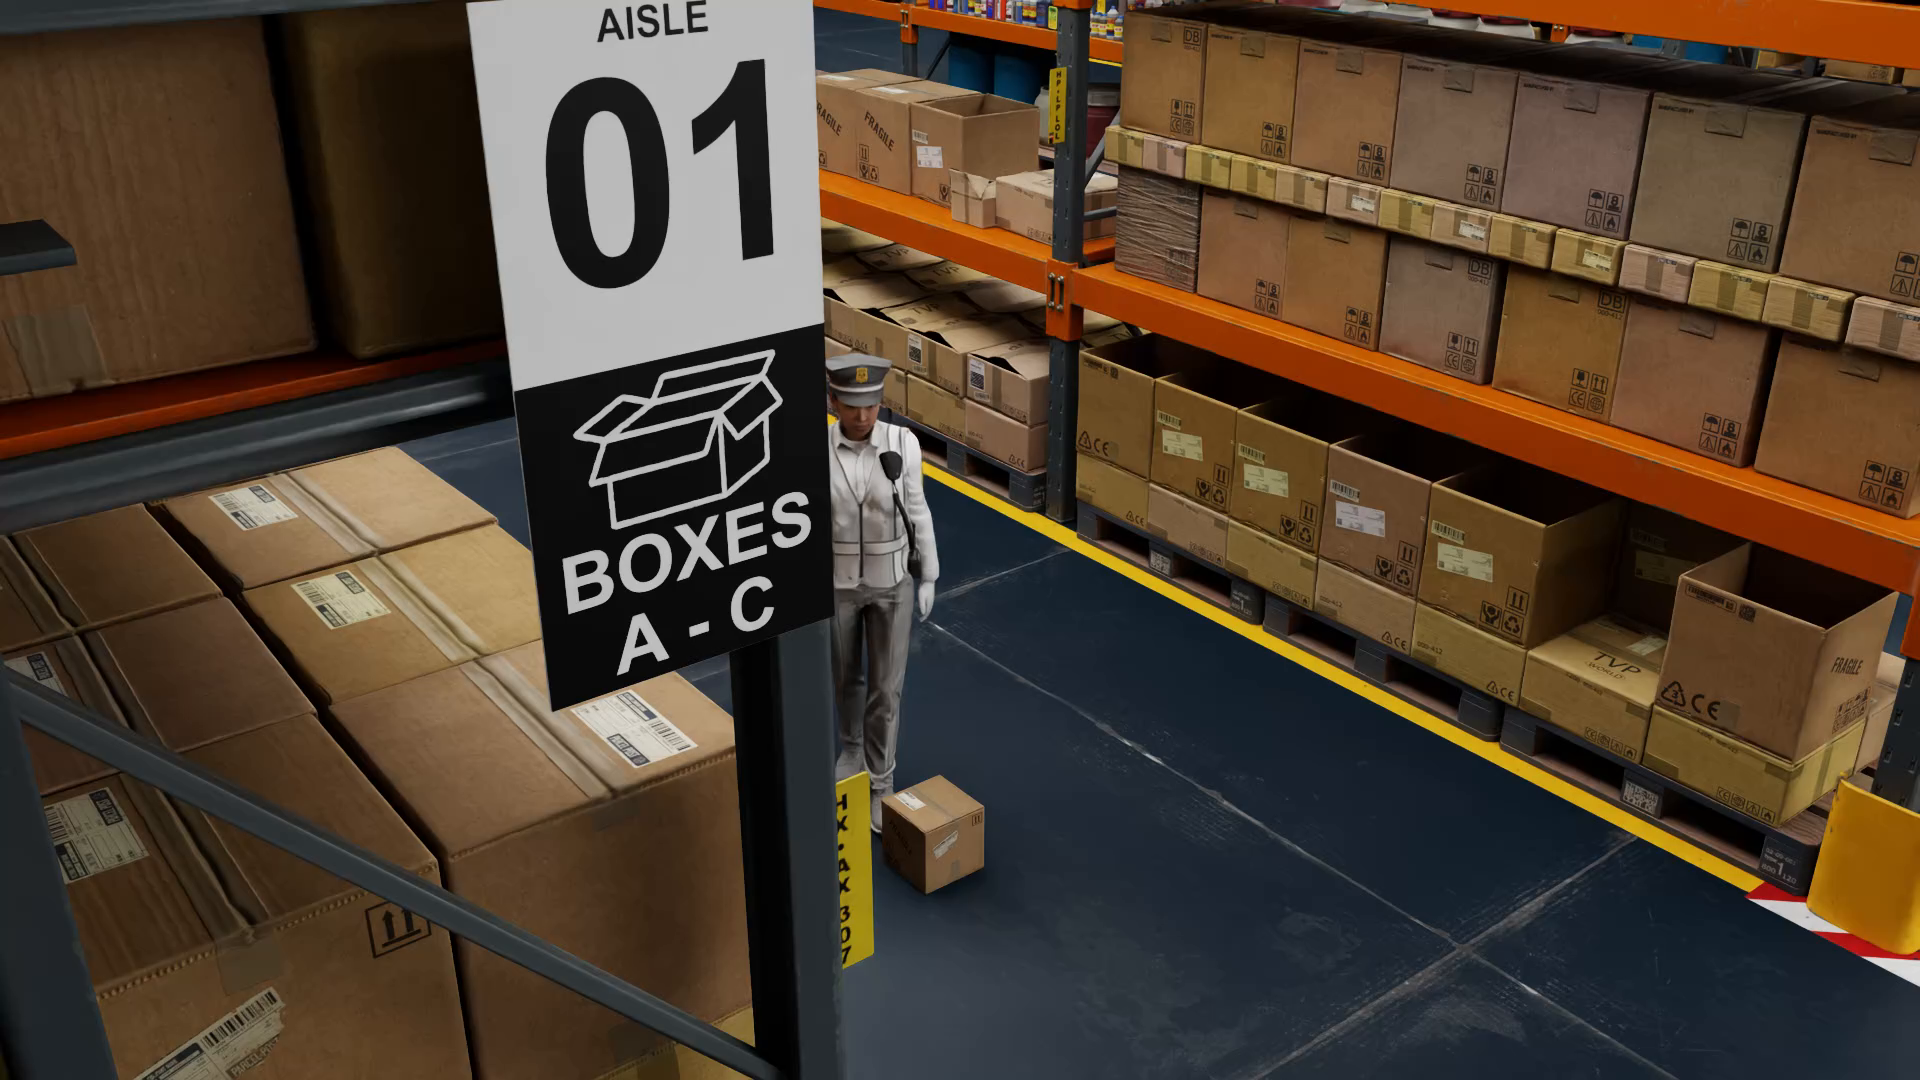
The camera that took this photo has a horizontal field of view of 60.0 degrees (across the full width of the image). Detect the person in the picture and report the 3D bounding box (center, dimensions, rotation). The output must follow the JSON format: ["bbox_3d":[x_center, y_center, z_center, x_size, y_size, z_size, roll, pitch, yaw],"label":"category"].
[{"bbox_3d":[-0.318,0.172,5.706,0.500,1.669,0.560,-1,25,-2],"label":"person"}]
